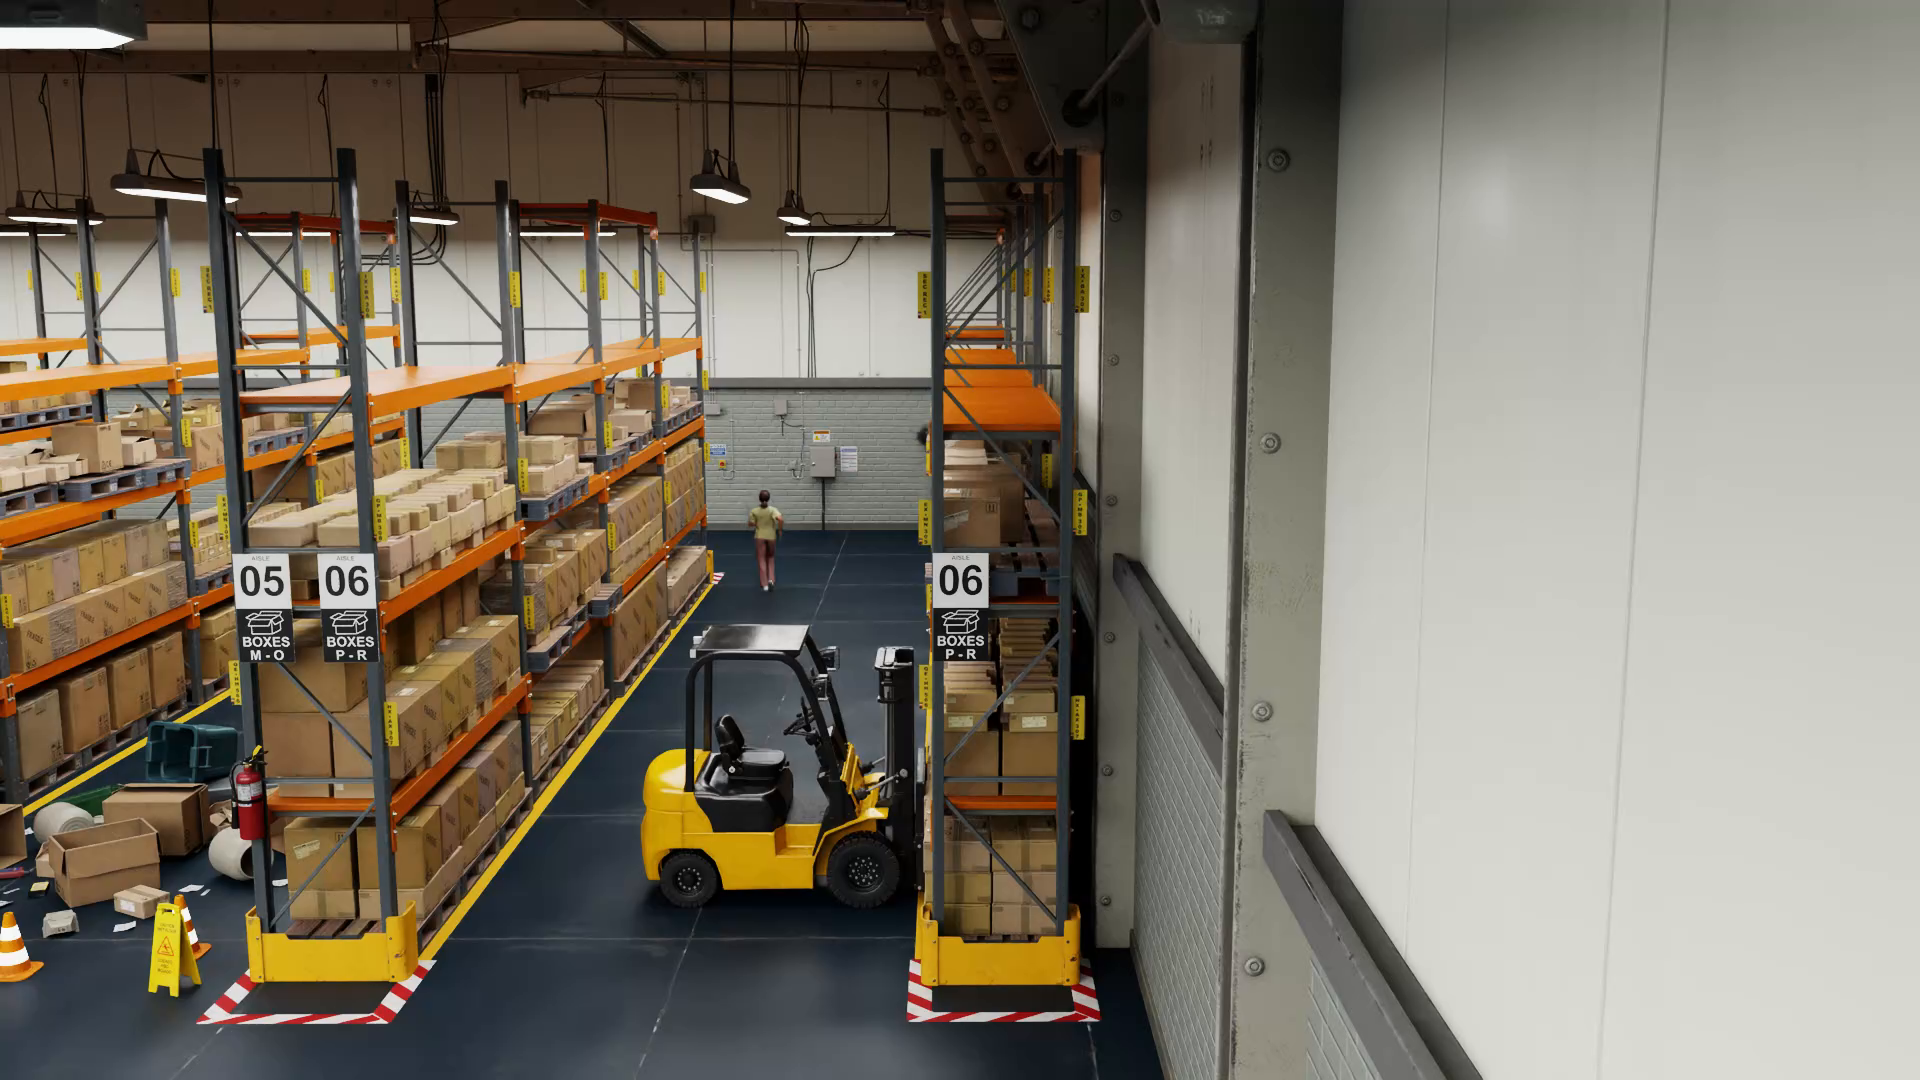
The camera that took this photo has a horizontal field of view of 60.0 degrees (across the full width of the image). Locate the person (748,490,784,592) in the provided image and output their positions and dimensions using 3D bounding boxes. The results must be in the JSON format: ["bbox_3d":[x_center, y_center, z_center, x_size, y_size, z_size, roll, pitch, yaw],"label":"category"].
[{"bbox_3d":[-3.122,0.050,26.696,0.544,1.723,0.732,-2,9,-13],"label":"person"}]
